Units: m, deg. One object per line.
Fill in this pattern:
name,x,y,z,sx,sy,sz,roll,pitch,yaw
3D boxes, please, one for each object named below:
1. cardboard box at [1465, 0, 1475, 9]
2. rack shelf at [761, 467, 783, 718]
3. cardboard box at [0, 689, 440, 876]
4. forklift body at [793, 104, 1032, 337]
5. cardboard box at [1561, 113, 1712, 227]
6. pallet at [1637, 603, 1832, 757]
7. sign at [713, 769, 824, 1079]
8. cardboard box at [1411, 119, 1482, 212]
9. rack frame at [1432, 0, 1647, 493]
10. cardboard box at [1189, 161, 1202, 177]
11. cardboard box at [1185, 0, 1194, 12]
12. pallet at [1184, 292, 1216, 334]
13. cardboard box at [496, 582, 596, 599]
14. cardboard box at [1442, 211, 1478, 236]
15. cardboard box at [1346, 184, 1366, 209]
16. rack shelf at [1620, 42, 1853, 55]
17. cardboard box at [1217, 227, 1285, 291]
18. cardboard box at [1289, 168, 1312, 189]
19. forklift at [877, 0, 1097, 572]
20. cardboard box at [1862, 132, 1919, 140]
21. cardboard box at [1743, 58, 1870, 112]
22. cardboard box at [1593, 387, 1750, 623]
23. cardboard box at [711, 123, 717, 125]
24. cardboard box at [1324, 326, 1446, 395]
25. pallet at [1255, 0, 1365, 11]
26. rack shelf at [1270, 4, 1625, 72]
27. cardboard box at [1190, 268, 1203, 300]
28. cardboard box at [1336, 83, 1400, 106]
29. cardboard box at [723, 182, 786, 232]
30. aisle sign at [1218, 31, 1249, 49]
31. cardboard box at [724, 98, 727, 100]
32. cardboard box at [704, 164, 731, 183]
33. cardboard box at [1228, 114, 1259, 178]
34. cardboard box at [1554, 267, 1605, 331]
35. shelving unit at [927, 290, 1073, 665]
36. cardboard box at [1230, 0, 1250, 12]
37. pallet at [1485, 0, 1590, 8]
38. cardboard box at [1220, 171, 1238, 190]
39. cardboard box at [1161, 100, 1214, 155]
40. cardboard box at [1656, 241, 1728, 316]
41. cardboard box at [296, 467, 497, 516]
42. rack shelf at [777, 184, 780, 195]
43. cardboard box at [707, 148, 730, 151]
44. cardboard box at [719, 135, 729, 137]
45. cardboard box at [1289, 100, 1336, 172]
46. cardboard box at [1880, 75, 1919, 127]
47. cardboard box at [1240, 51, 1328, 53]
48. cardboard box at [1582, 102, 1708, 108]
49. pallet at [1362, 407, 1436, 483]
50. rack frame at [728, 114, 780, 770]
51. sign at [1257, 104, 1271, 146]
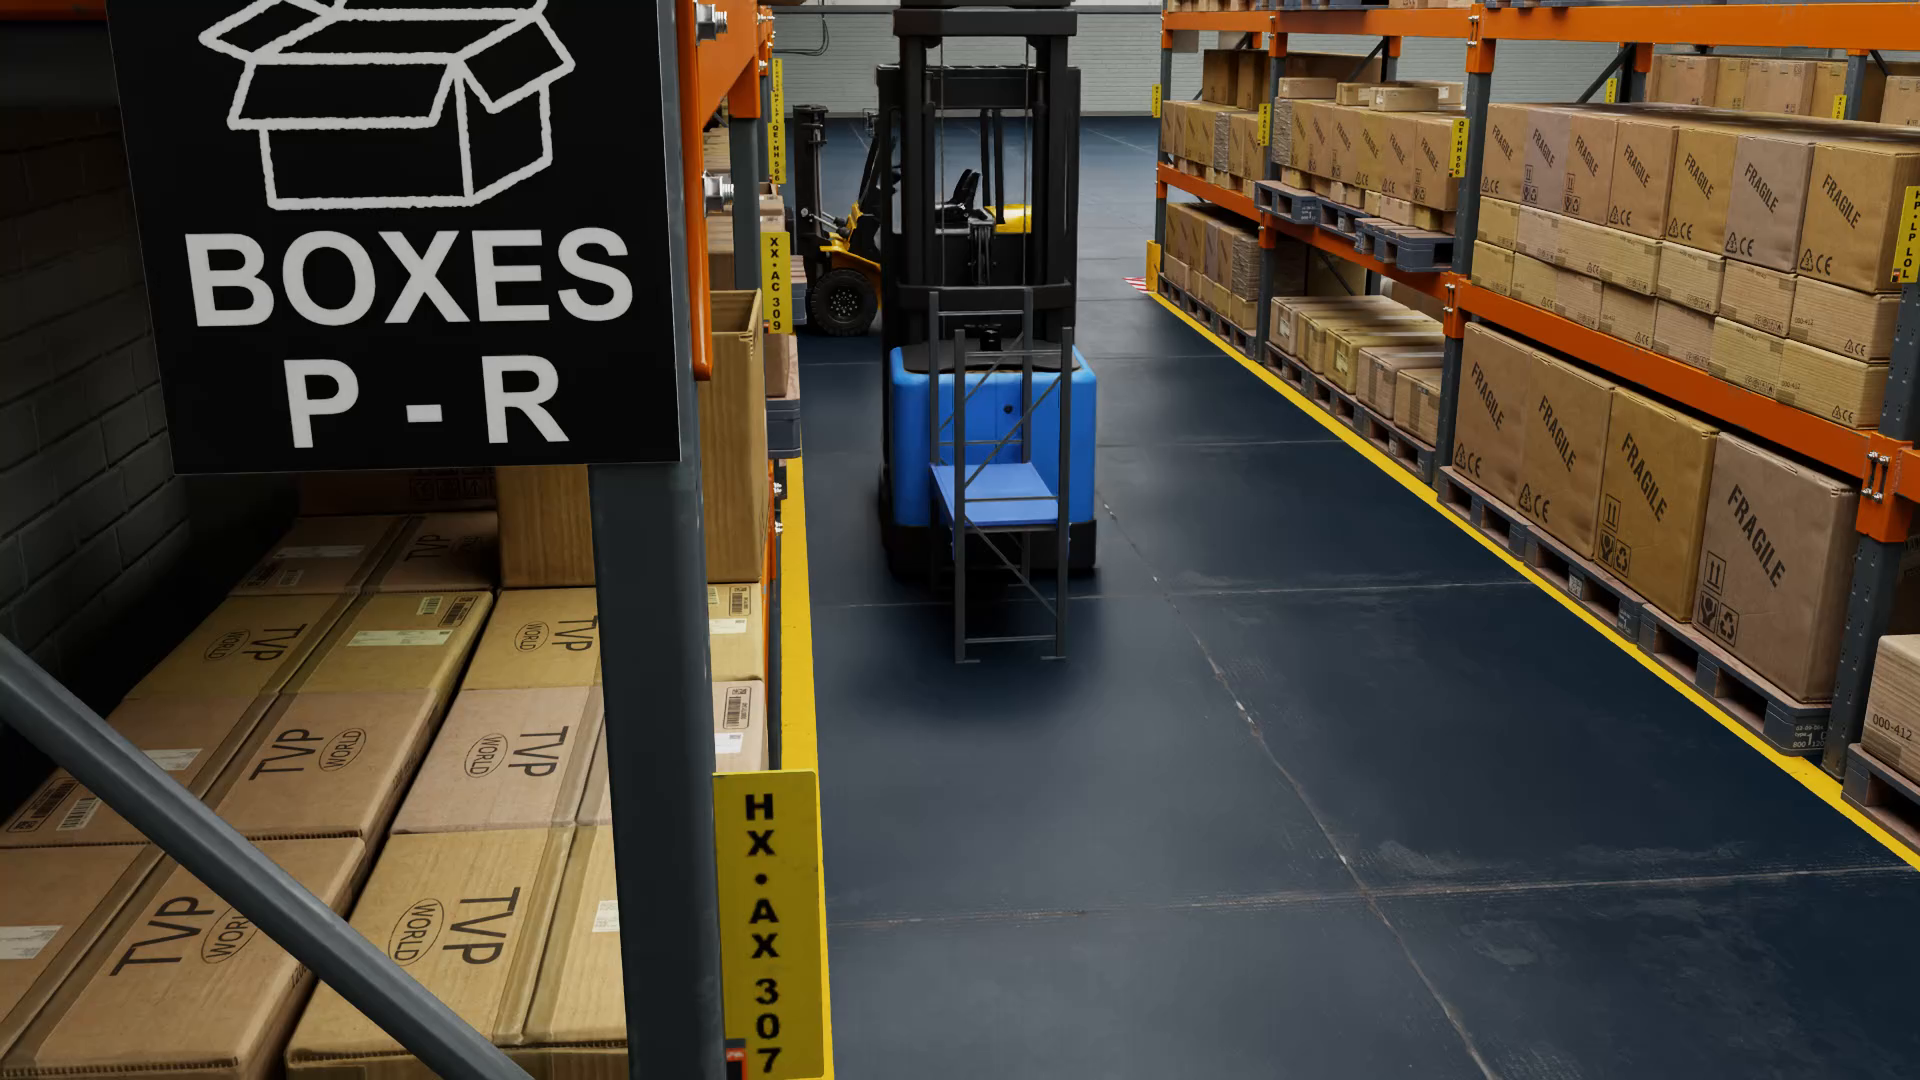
cardboard box,3.149,-3.141,9.585,0.380,0.149,0.250,-2,18,-6
rack shelf,-0.927,0.543,3.640,1.077,0.370,4.000,-2,18,-6
cardboard box,-1.084,0.443,2.512,0.500,0.250,0.500,-2,18,-5
forklift body,-0.361,-3.058,15.326,2.313,2.155,1.214,-2,18,-6
cardboard box,3.297,-1.810,8.100,0.500,0.500,0.500,-1,17,-4
pallet,3.649,0.552,7.065,1.003,0.211,1.213,-2,18,-6
sign,-0.181,0.366,1.559,0.100,0.325,0.005,-2,18,-6
cardboard box,3.067,-2.259,10.000,0.500,0.500,0.500,-2,18,-7
rack frame,3.391,-1.742,9.719,1.000,3.000,0.127,-2,18,-6
cardboard box,2.422,-3.589,16.020,0.380,0.149,0.250,-1,17,-4
cardboard box,2.386,-5.173,16.057,0.380,0.149,0.250,-1,17,-4
pallet,2.745,-2.167,15.727,1.003,0.211,1.213,-2,18,-6
cardboard box,-0.681,0.129,3.512,0.500,0.250,0.500,-2,18,-7
cardboard box,3.123,-1.913,9.981,0.380,0.149,0.250,-1,17,-4
cardboard box,2.884,-2.372,11.444,0.380,0.149,0.250,-2,18,-7
rack shelf,7.685,-4.801,15.654,1.077,0.370,4.000,-2,18,-6
cardboard box,2.596,-2.500,14.769,0.500,0.500,0.500,-1,17,-5
cardboard box,2.738,-2.765,12.696,0.380,0.149,0.250,-1,17,-5
forklift,0.089,-1.630,9.475,1.130,2.935,3.031,-1,17,-3
cardboard box,3.964,-1.366,6.684,0.500,0.500,0.500,-2,18,-6
cardboard box,7.796,-4.140,15.303,0.875,0.550,0.550,-2,18,-6
cardboard box,3.559,-0.188,7.615,0.875,0.875,0.875,-1,17,-4
cardboard box,-2.521,-3.708,15.814,0.500,0.500,0.500,-1,17,-4
cardboard box,3.186,-1.303,12.006,0.950,0.372,0.625,-1,17,-4
pallet,2.936,-4.088,12.497,1.213,0.211,1.003,-2,18,-6
rack shelf,3.184,-3.426,11.275,1.077,0.370,4.000,-2,18,-6
cardboard box,2.488,-2.451,15.865,0.500,0.250,0.500,-1,17,-2
cardboard box,2.889,-3.162,11.793,0.380,0.149,0.250,-1,17,-3
cardboard box,-1.194,-1.357,7.617,0.797,0.503,0.637,-2,18,-7
aisle sign,2.848,-5.393,17.009,0.394,0.787,0.004,-2,18,-6
cardboard box,-1.827,-3.690,14.176,0.380,0.149,0.250,-2,18,-7
cardboard box,-1.286,-2.049,9.446,0.380,0.149,0.250,-1,17,-4
cardboard box,2.625,-3.401,14.340,0.500,0.500,0.500,-1,17,-4
cardboard box,3.310,-1.208,8.268,0.500,0.250,0.500,-1,17,-4
shelving unit,0.163,-0.325,7.708,0.538,1.500,1.048,-2,18,-7
cardboard box,2.550,-4.637,14.350,0.380,0.149,0.250,-1,17,-4
pallet,3.510,-2.893,8.692,1.213,0.211,1.003,-1,17,-3
cardboard box,2.534,-3.203,14.791,0.380,0.149,0.250,-2,18,-6
cardboard box,2.339,-4.166,16.774,0.500,0.500,0.500,-2,18,-6
cardboard box,3.398,-1.144,7.229,0.500,0.250,0.500,-1,17,-4
cardboard box,-1.245,-0.372,3.857,0.500,0.500,0.500,-2,18,-7
rack shelf,-2.165,-3.032,15.028,1.077,0.370,4.000,-2,18,-6
cardboard box,-1.430,-2.433,10.670,0.380,0.149,0.250,-1,17,-4
cardboard box,-1.526,-2.817,11.891,0.380,0.149,0.250,-2,18,-7
cardboard box,2.794,-3.026,12.444,0.500,0.500,0.500,-2,18,-5
cardboard box,7.948,-3.494,13.462,0.700,0.500,0.500,-2,18,-7
cardboard box,3.035,-4.347,15.683,0.700,0.500,0.500,-2,18,-6
cardboard box,3.704,-2.121,9.089,0.500,0.500,0.500,-2,18,-7
pallet,3.312,-0.645,10.878,1.003,0.211,1.213,-2,18,-6
rack frame,-1.134,-0.396,5.431,1.000,3.000,0.127,-2,18,-6
sign,2.439,-3.328,13.324,0.100,0.325,0.005,-2,18,-6
